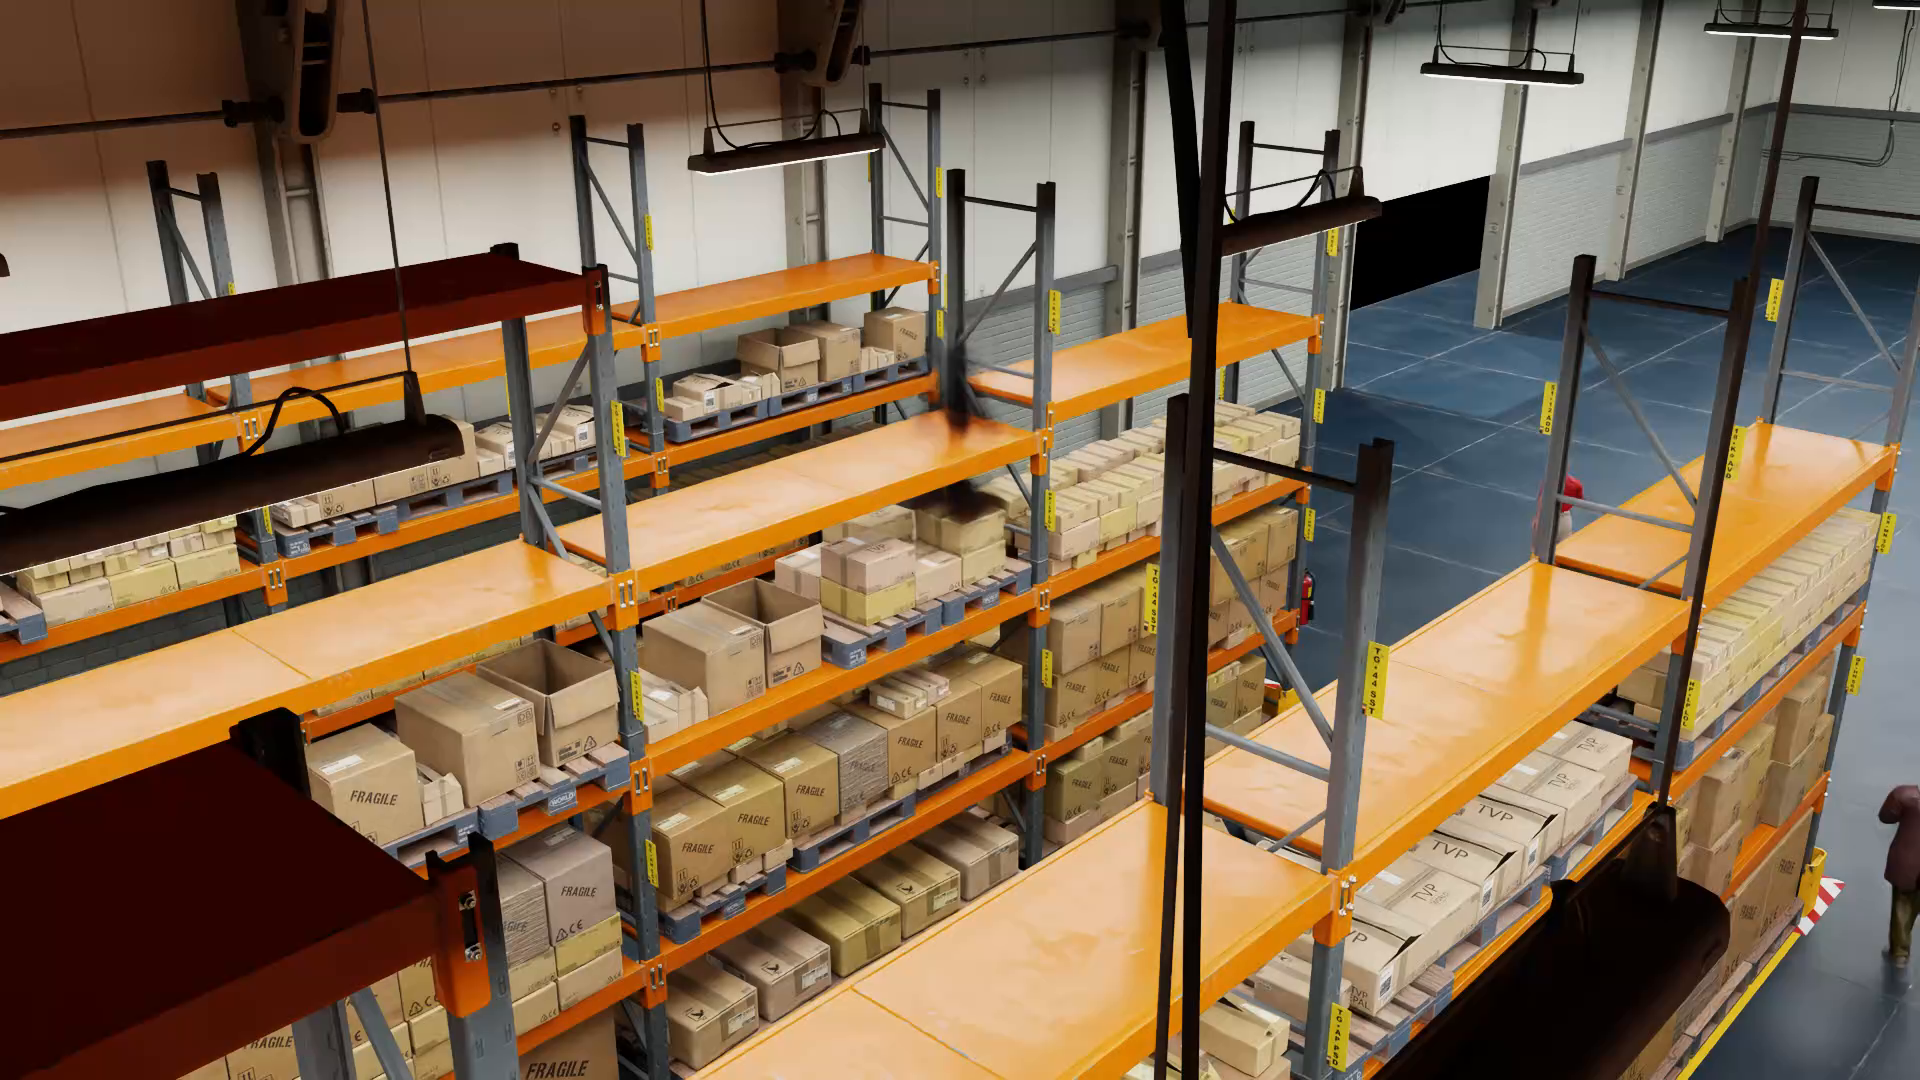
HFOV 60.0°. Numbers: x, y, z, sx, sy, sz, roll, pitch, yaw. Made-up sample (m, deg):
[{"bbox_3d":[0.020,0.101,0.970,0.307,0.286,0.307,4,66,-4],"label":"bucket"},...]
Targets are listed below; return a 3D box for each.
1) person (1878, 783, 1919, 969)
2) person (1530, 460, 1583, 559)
[{"bbox_3d":[7.584,2.561,13.098,0.726,1.849,0.888,8,23,20],"label":"person"},{"bbox_3d":[7.146,-0.144,19.973,0.642,1.768,0.915,0,21,-1],"label":"person"}]
